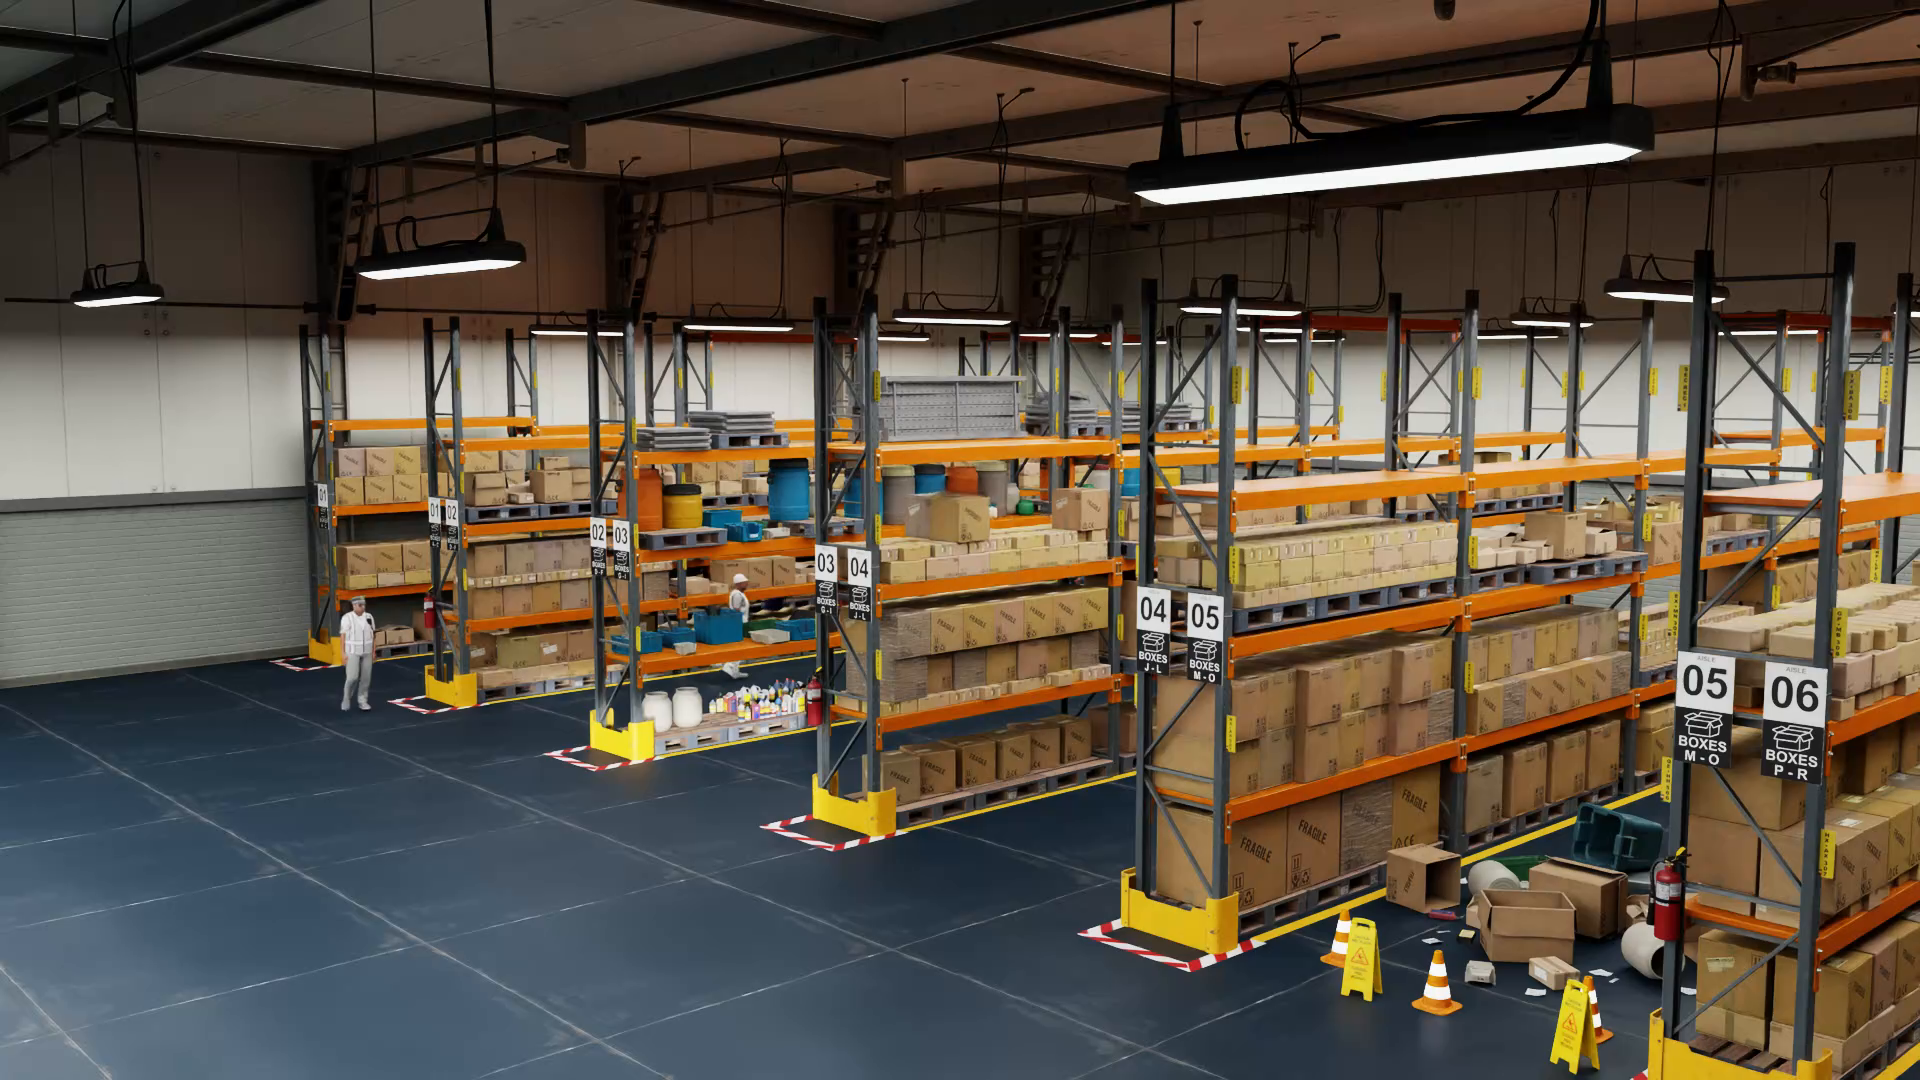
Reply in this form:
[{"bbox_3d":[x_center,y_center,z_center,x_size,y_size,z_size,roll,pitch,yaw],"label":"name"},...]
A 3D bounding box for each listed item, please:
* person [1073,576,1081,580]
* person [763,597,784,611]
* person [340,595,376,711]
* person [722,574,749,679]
[{"bbox_3d":[3.126,0.169,41.141,0.548,1.680,0.948,6,8,44],"label":"person"},{"bbox_3d":[-3.628,1.104,32.651,0.748,1.540,0.551,-4,7,-33],"label":"person"},{"bbox_3d":[-9.182,1.714,25.355,0.472,1.772,0.569,5,8,43],"label":"person"},{"bbox_3d":[-3.780,1.457,27.952,0.542,1.764,0.595,-2,6,-23],"label":"person"}]
